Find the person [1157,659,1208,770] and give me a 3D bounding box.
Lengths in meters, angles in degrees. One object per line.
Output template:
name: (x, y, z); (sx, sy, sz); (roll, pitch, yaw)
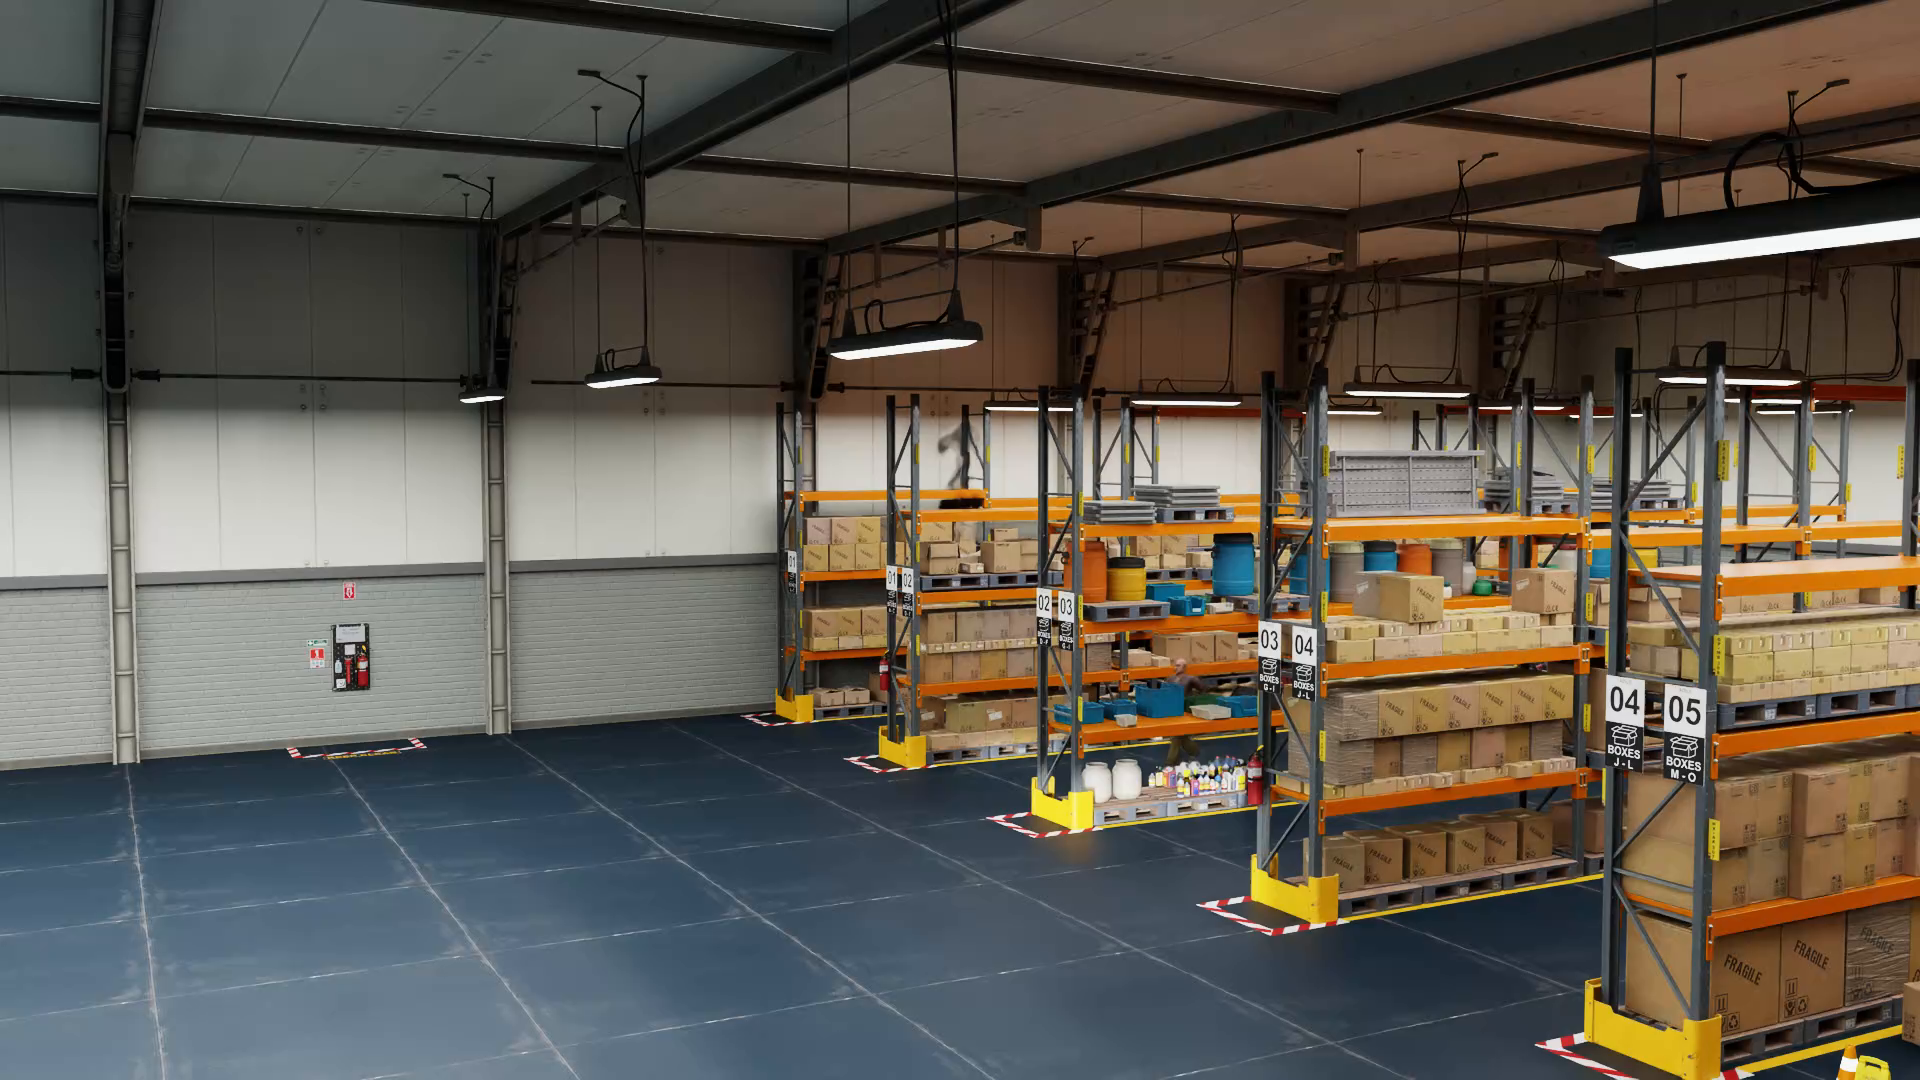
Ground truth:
person: (3.477, 2.791, 26.226); (1.068, 1.667, 0.702); (-3, 4, -38)
